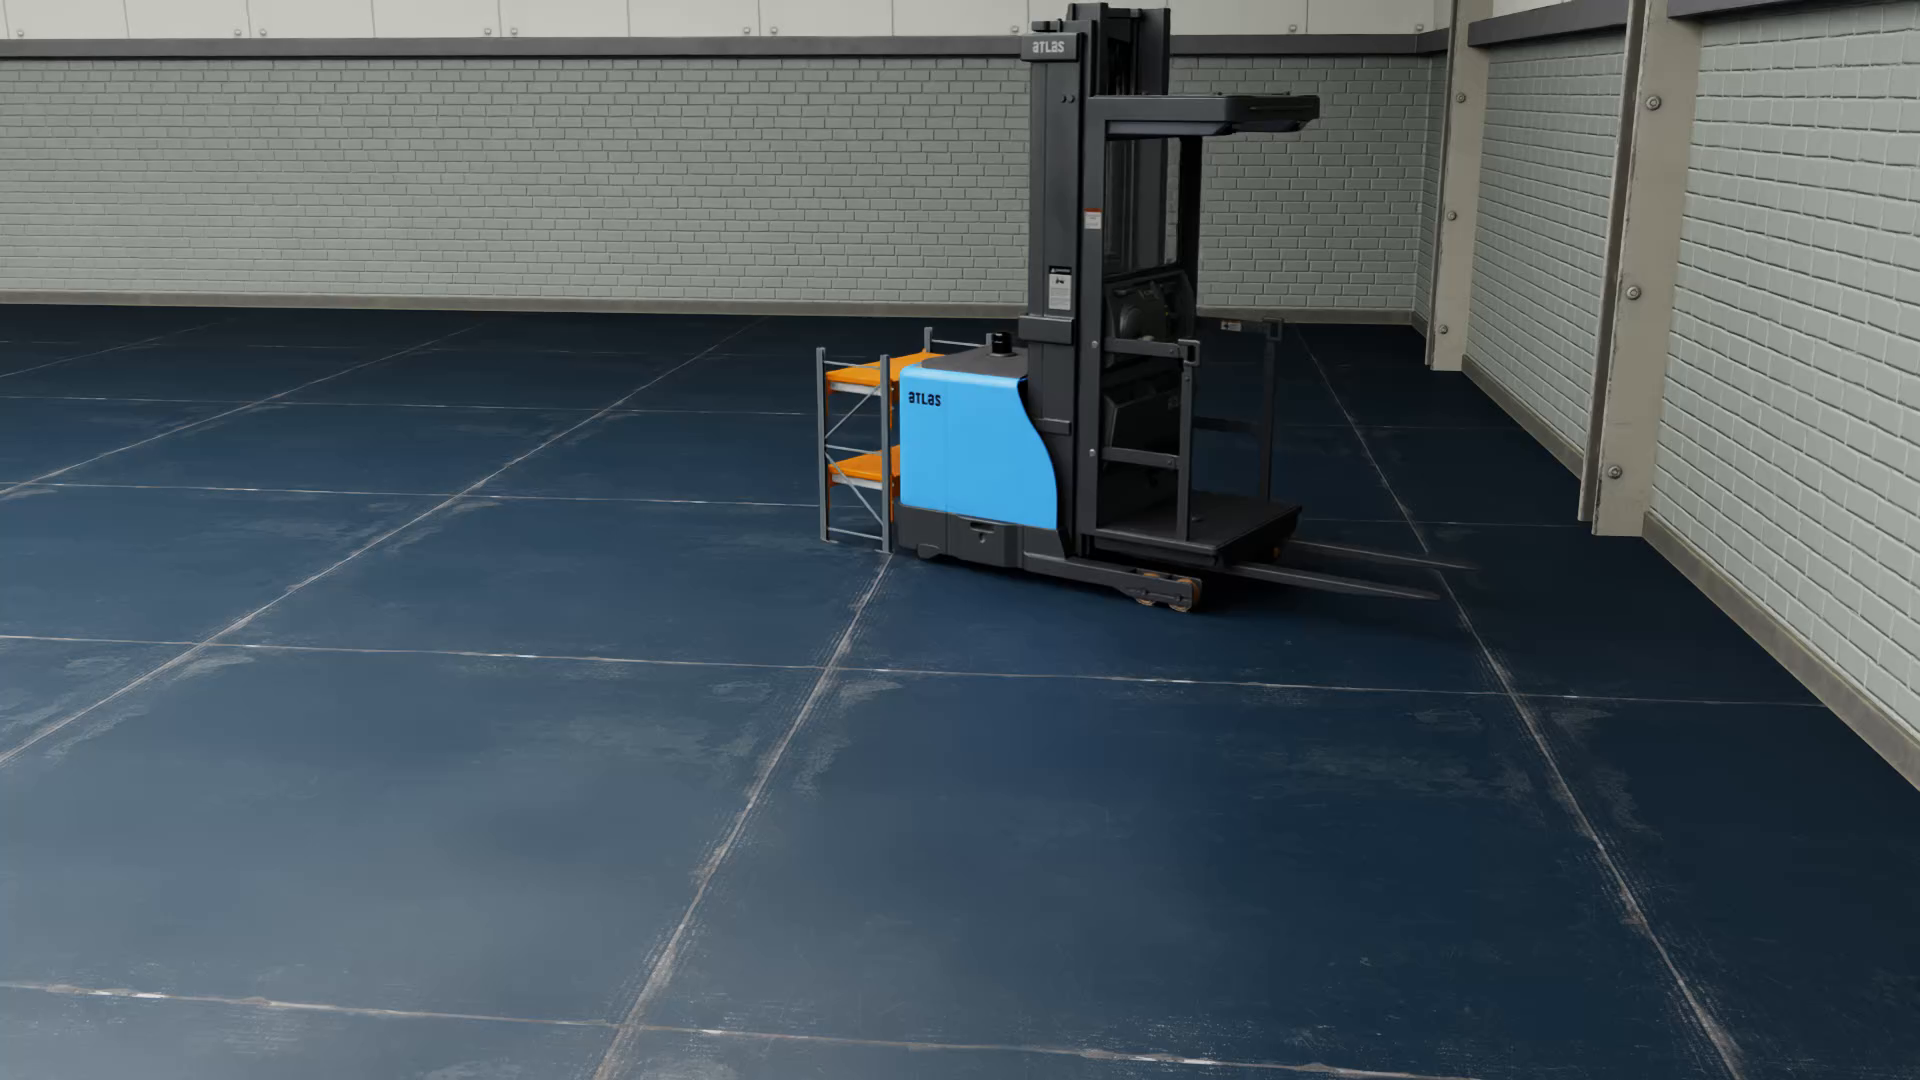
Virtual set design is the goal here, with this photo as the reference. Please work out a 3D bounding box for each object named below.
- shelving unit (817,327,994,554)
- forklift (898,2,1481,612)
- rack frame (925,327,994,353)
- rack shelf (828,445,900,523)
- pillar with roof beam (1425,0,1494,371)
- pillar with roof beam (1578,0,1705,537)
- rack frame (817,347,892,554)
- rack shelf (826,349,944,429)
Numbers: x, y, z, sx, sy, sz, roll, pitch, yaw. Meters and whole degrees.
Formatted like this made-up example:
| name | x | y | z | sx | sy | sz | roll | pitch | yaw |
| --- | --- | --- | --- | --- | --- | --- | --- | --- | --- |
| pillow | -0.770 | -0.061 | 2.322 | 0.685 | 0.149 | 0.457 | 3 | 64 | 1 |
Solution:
| name | x | y | z | sx | sy | sz | roll | pitch | yaw |
| --- | --- | --- | --- | --- | --- | --- | --- | --- | --- |
| shelving unit | -0.300 | -0.612 | 9.771 | 0.538 | 1.125 | 1.048 | 11 | 18 | 34 |
| forklift | 1.163 | -1.213 | 8.531 | 3.031 | 2.935 | 1.130 | 10 | 18 | 32 |
| rack frame | -0.004 | -0.720 | 10.171 | 0.500 | 1.125 | 0.032 | 11 | 18 | 34 |
| rack shelf | -0.300 | -0.376 | 9.835 | 0.538 | 0.278 | 1.000 | 11 | 18 | 34 |
| pillar with roof beam | 0.298 | -6.103 | 14.991 | 9.100 | 9.000 | 0.400 | 2 | 15 | 6 |
| pillar with roof beam | -0.379 | -4.546 | 9.236 | 9.100 | 9.000 | 0.400 | 2 | 15 | 6 |
| rack frame | -0.595 | -0.504 | 9.372 | 0.500 | 1.125 | 0.032 | 11 | 18 | 34 |
| rack shelf | -0.300 | -0.895 | 9.695 | 0.538 | 0.278 | 1.000 | 11 | 18 | 34 |
